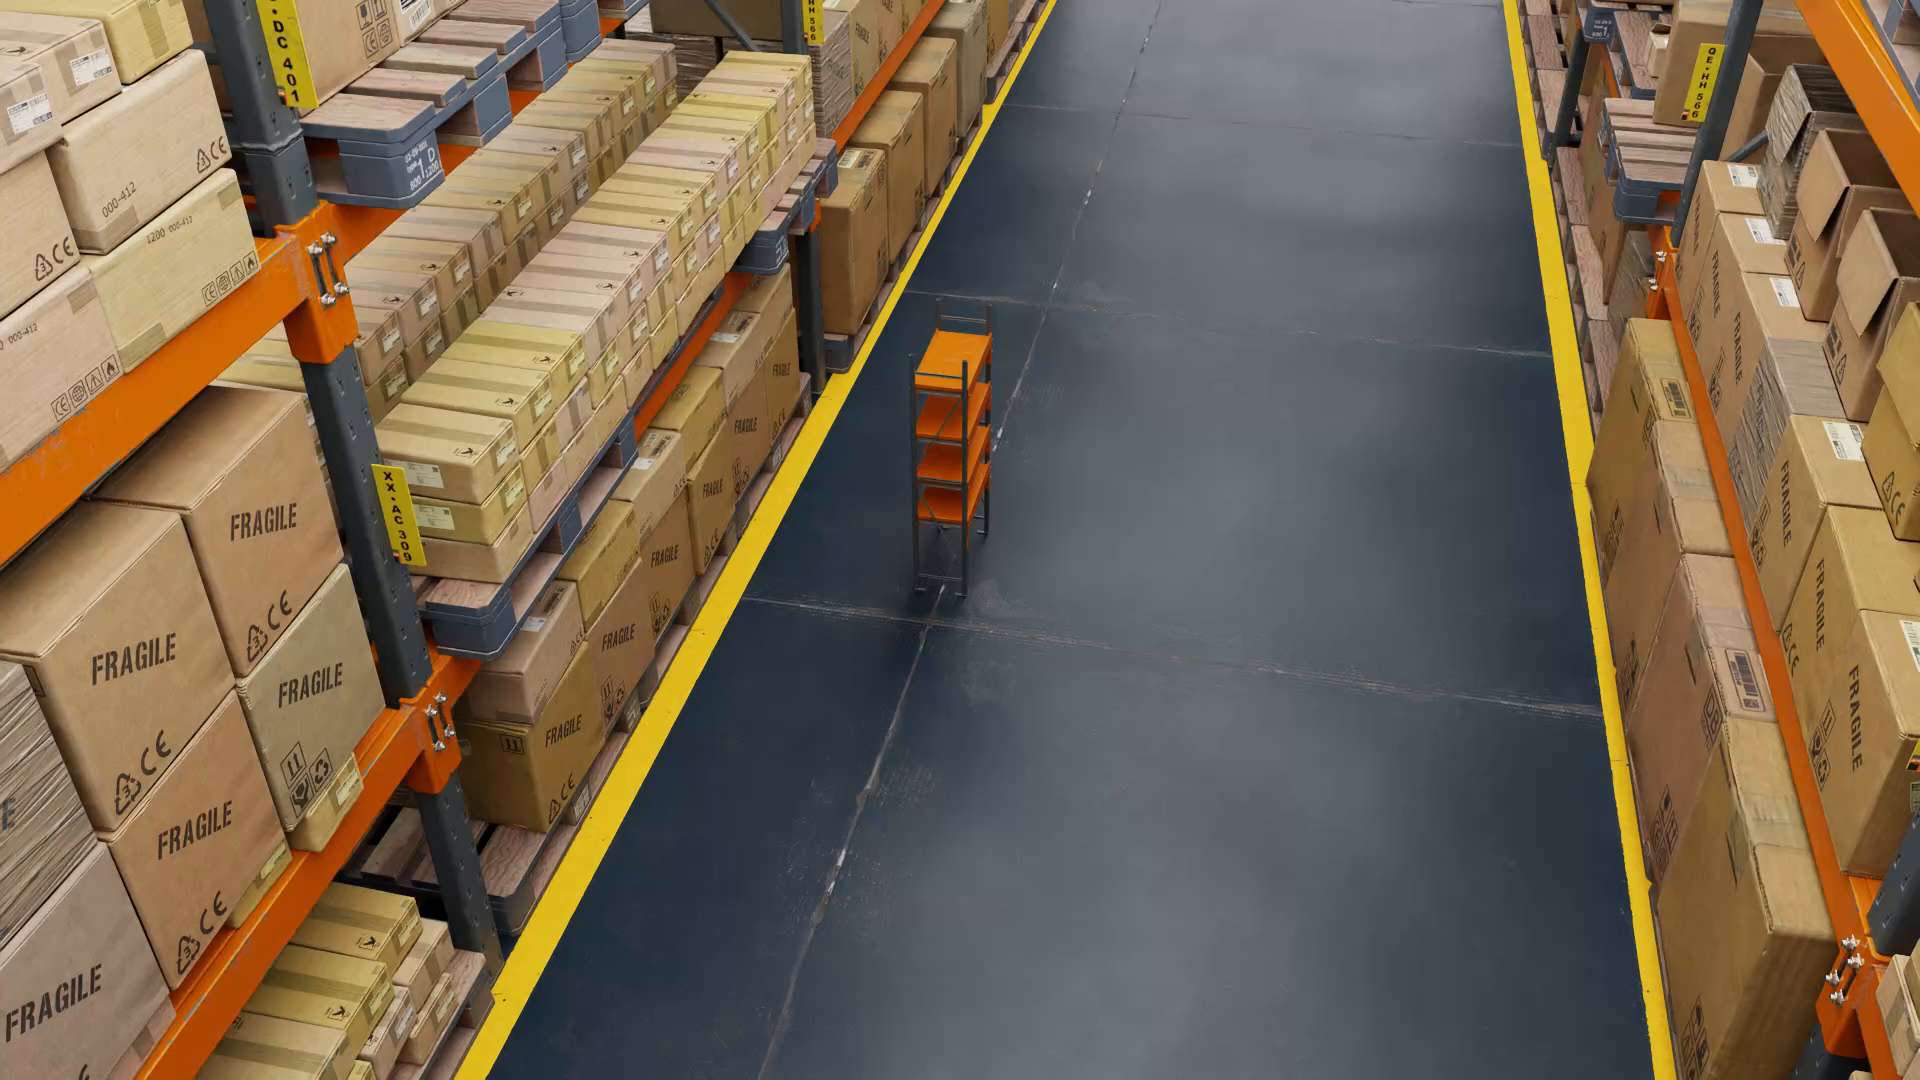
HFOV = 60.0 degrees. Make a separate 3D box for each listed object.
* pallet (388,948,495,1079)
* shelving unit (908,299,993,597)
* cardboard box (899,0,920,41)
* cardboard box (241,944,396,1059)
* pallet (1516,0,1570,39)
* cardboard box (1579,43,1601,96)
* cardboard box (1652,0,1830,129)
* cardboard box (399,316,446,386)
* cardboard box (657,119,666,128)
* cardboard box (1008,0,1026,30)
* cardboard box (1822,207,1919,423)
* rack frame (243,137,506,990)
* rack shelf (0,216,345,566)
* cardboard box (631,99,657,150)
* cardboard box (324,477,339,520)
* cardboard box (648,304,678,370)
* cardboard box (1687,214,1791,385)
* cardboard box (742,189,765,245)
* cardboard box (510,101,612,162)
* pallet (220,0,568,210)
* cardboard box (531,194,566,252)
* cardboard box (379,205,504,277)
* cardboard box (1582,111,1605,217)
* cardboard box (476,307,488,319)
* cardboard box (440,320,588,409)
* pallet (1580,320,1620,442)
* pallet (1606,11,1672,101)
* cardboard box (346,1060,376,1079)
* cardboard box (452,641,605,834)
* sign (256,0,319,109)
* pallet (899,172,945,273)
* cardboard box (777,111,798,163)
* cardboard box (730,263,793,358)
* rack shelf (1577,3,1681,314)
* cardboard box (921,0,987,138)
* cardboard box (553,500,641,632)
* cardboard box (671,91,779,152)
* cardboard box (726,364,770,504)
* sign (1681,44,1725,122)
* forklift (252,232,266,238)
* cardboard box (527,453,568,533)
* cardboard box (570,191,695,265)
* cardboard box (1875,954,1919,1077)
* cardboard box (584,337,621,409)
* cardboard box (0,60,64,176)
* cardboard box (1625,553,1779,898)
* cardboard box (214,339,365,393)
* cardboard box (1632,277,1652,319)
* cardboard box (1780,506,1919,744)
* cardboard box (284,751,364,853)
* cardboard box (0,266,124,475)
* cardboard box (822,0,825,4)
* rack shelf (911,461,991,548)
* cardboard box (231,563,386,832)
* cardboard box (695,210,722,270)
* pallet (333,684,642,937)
[{"bbox_3d":[-2.176,1.740,5.169,1.003,0.211,1.213,7,37,10],"label":"pallet"},{"bbox_3d":[-0.035,-0.391,7.267,0.258,1.200,0.503,7,37,10],"label":"shelving unit"},{"bbox_3d":[-0.531,-3.202,9.526,0.500,0.500,0.500,7,37,9],"label":"cardboard box"},{"bbox_3d":[-1.905,1.353,4.891,0.380,0.149,0.250,8,37,11],"label":"cardboard box"},{"bbox_3d":[5.095,-4.344,13.564,1.003,0.211,1.213,7,37,10],"label":"pallet"},{"bbox_3d":[4.705,-3.397,11.653,0.500,0.500,0.500,19,40,24],"label":"cardboard box"},{"bbox_3d":[3.709,-2.250,7.855,0.700,0.500,0.500,13,38,17],"label":"cardboard box"},{"bbox_3d":[-2.010,-0.670,5.722,0.380,0.149,0.250,6,36,8],"label":"cardboard box"},{"bbox_3d":[-1.506,-1.909,7.684,0.380,0.149,0.250,7,36,9],"label":"cardboard box"},{"bbox_3d":[0.033,-4.544,12.916,0.875,0.875,0.875,8,37,10],"label":"cardboard box"},{"bbox_3d":[3.160,-0.663,5.169,0.797,0.503,0.637,8,37,11],"label":"cardboard box"},{"bbox_3d":[-2.068,0.222,4.888,1.000,3.000,0.127,7,37,10],"label":"rack frame"},{"bbox_3d":[-2.495,0.445,2.637,1.077,0.370,4.000,7,37,10],"label":"rack shelf"},{"bbox_3d":[-1.568,-1.853,7.353,0.380,0.149,0.250,9,37,12],"label":"cardboard box"},{"bbox_3d":[-2.176,-0.099,5.187,0.380,0.149,0.250,7,36,9],"label":"cardboard box"},{"bbox_3d":[-1.260,-0.764,6.104,0.380,0.149,0.250,7,36,9],"label":"cardboard box"},{"bbox_3d":[3.133,-0.892,6.339,0.500,0.500,0.500,6,36,9],"label":"cardboard box"},{"bbox_3d":[-1.036,-1.367,6.937,0.380,0.149,0.250,7,36,9],"label":"cardboard box"},{"bbox_3d":[-1.670,-1.694,6.880,0.380,0.149,0.250,6,36,8],"label":"cardboard box"},{"bbox_3d":[-1.832,-1.257,4.533,1.213,0.211,1.003,7,37,10],"label":"pallet"},{"bbox_3d":[-1.786,-1.270,6.549,0.380,0.149,0.250,7,37,10],"label":"cardboard box"},{"bbox_3d":[-1.893,-1.089,6.046,0.380,0.149,0.250,6,36,8],"label":"cardboard box"},{"bbox_3d":[4.193,-2.231,10.027,0.700,0.500,0.500,7,37,10],"label":"cardboard box"},{"bbox_3d":[-1.901,-0.846,6.218,0.380,0.149,0.250,9,37,12],"label":"cardboard box"},{"bbox_3d":[-1.423,-0.563,5.320,0.380,0.149,0.250,8,37,10],"label":"cardboard box"},{"bbox_3d":[3.779,-0.711,8.551,1.003,0.211,1.213,7,37,10],"label":"pallet"},{"bbox_3d":[3.994,-2.454,8.744,1.003,0.211,1.213,7,37,10],"label":"pallet"},{"bbox_3d":[-1.910,1.618,4.779,0.380,0.149,0.250,6,36,8],"label":"cardboard box"},{"bbox_3d":[-1.651,0.673,6.037,0.500,0.500,0.500,9,37,12],"label":"cardboard box"},{"bbox_3d":[-1.536,-1.139,3.768,0.100,0.325,0.005,7,37,10],"label":"sign"},{"bbox_3d":[-0.708,-2.082,10.443,1.003,0.211,1.213,7,37,10],"label":"pallet"},{"bbox_3d":[-0.929,-1.767,7.234,0.380,0.149,0.250,9,37,12],"label":"cardboard box"},{"bbox_3d":[-1.103,-1.108,7.856,0.500,0.250,0.500,6,36,9],"label":"cardboard box"},{"bbox_3d":[4.038,-2.247,8.908,1.077,0.370,4.000,7,37,10],"label":"rack shelf"},{"bbox_3d":[-0.404,-3.257,11.247,1.050,0.750,0.750,7,37,10],"label":"cardboard box"},{"bbox_3d":[-1.540,0.064,6.239,0.500,0.250,0.500,8,37,11],"label":"cardboard box"},{"bbox_3d":[-0.982,-1.748,6.956,0.380,0.149,0.250,8,37,11],"label":"cardboard box"},{"bbox_3d":[-1.213,-0.522,7.687,0.500,0.500,0.500,9,37,12],"label":"cardboard box"},{"bbox_3d":[3.079,-1.891,6.884,0.100,0.325,0.005,7,37,10],"label":"sign"},{"bbox_3d":[-3.249,-1.420,7.212,1.130,2.935,3.031,7,36,9],"label":"forklift"},{"bbox_3d":[-1.481,-0.175,5.291,0.380,0.149,0.250,8,37,11],"label":"cardboard box"},{"bbox_3d":[-1.205,-1.152,6.133,0.380,0.149,0.250,8,37,11],"label":"cardboard box"},{"bbox_3d":[2.368,1.131,3.848,0.380,0.149,0.250,7,37,10],"label":"cardboard box"},{"bbox_3d":[-1.371,-0.581,5.599,0.380,0.149,0.250,6,36,8],"label":"cardboard box"},{"bbox_3d":[-1.925,-0.784,3.082,0.380,0.149,0.250,7,37,10],"label":"cardboard box"},{"bbox_3d":[3.064,0.710,5.667,1.225,0.875,0.875,6,36,8],"label":"cardboard box"},{"bbox_3d":[-2.116,-0.496,5.228,0.380,0.149,0.250,6,36,9],"label":"cardboard box"},{"bbox_3d":[3.734,-0.945,8.252,0.700,0.500,0.500,5,36,8],"label":"cardboard box"},{"bbox_3d":[2.702,0.276,4.728,0.500,0.500,0.500,8,37,11],"label":"cardboard box"},{"bbox_3d":[-1.848,0.678,4.473,0.380,0.149,0.250,6,36,9],"label":"cardboard box"},{"bbox_3d":[-2.027,-0.332,3.224,0.500,0.250,0.500,7,37,10],"label":"cardboard box"},{"bbox_3d":[-1.001,-3.063,8.483,0.700,0.500,0.500,7,36,9],"label":"cardboard box"},{"bbox_3d":[-0.035,-0.176,7.423,0.258,0.148,0.480,7,37,10],"label":"rack shelf"},{"bbox_3d":[-1.895,0.373,4.340,0.500,0.500,0.500,7,37,10],"label":"cardboard box"},{"bbox_3d":[-1.147,-1.180,6.425,0.380,0.149,0.250,8,37,11],"label":"cardboard box"},{"bbox_3d":[-1.903,0.904,6.323,1.003,0.211,1.213,7,37,10],"label":"pallet"}]
